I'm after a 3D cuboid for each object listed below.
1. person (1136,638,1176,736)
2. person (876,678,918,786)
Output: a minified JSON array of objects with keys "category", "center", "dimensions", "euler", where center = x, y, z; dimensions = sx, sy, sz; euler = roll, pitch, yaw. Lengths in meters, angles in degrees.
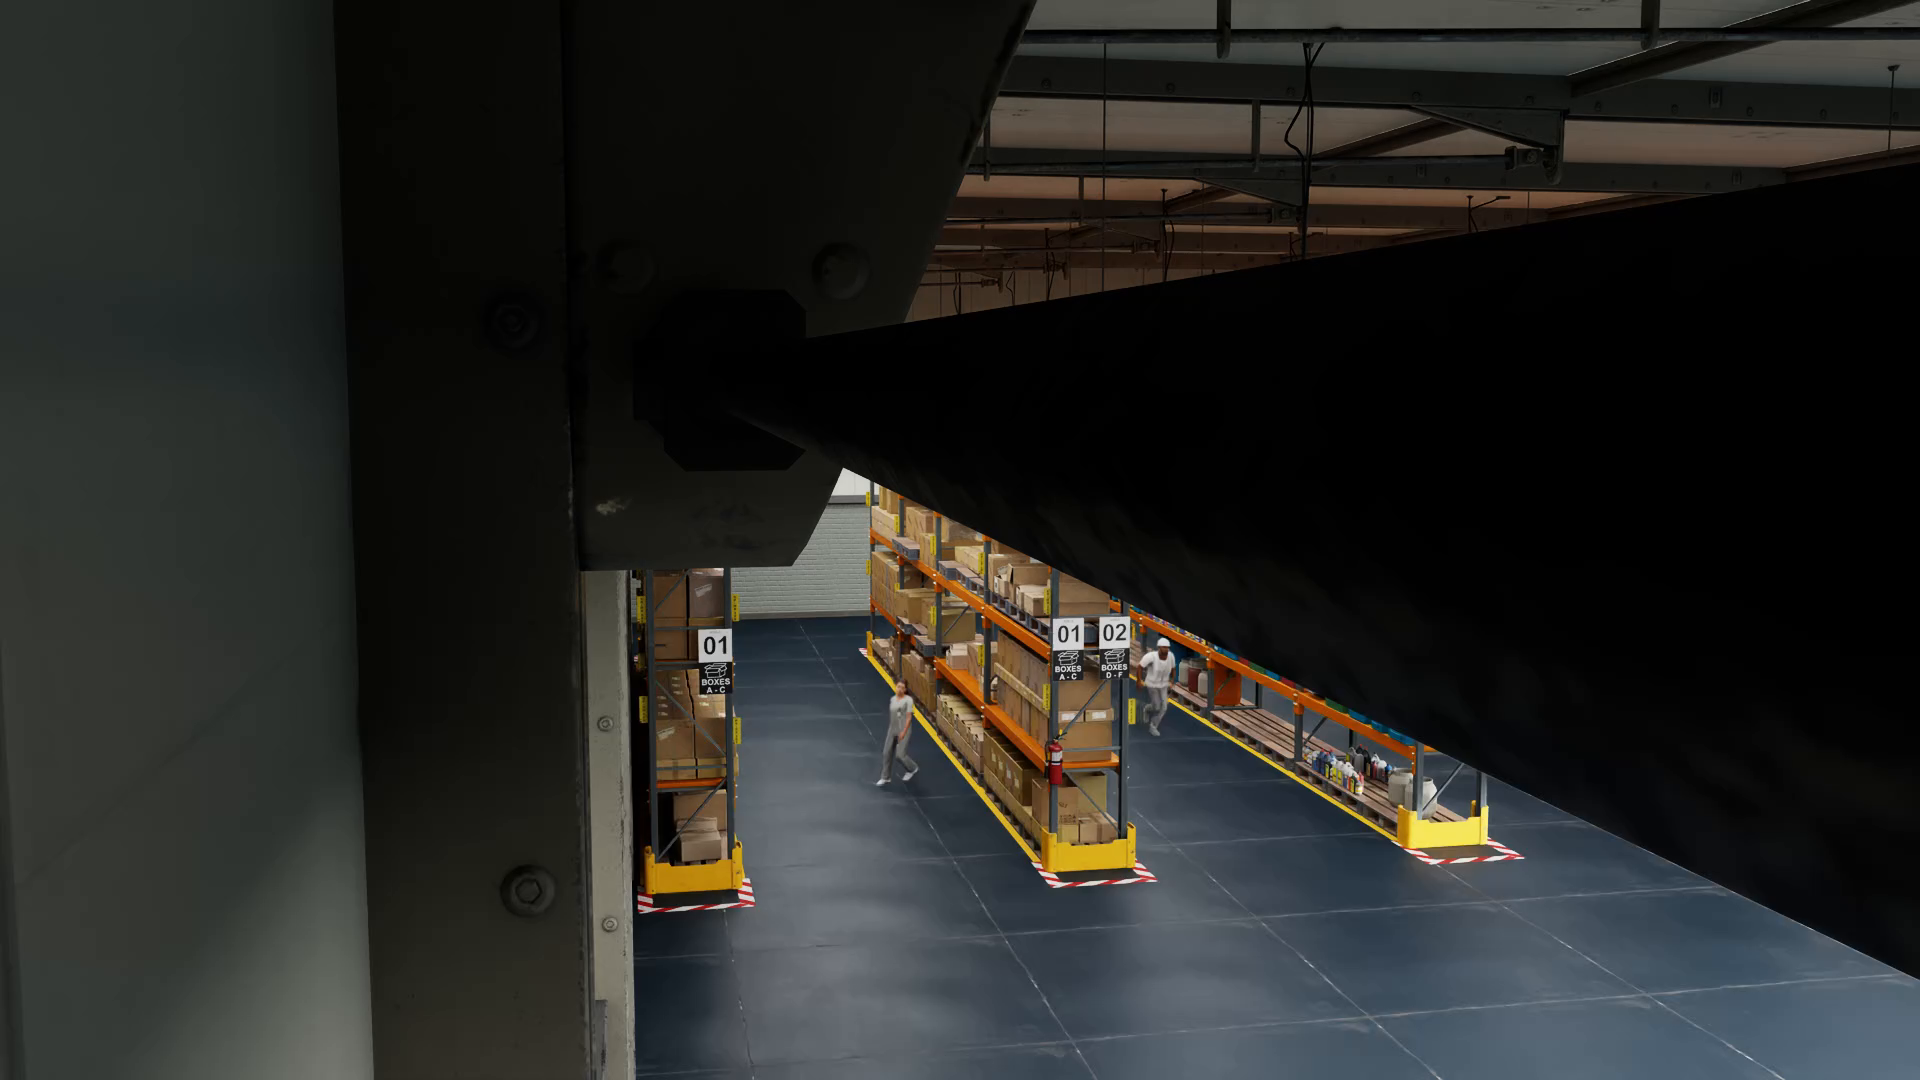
[{"category":"person","center":[3.406,2.476,28.606],"dimensions":[0.691,1.630,0.634],"euler":[-3,7,-29]},{"category":"person","center":[-0.928,2.893,25.119],"dimensions":[0.565,1.657,0.523],"euler":[3,7,28]}]
